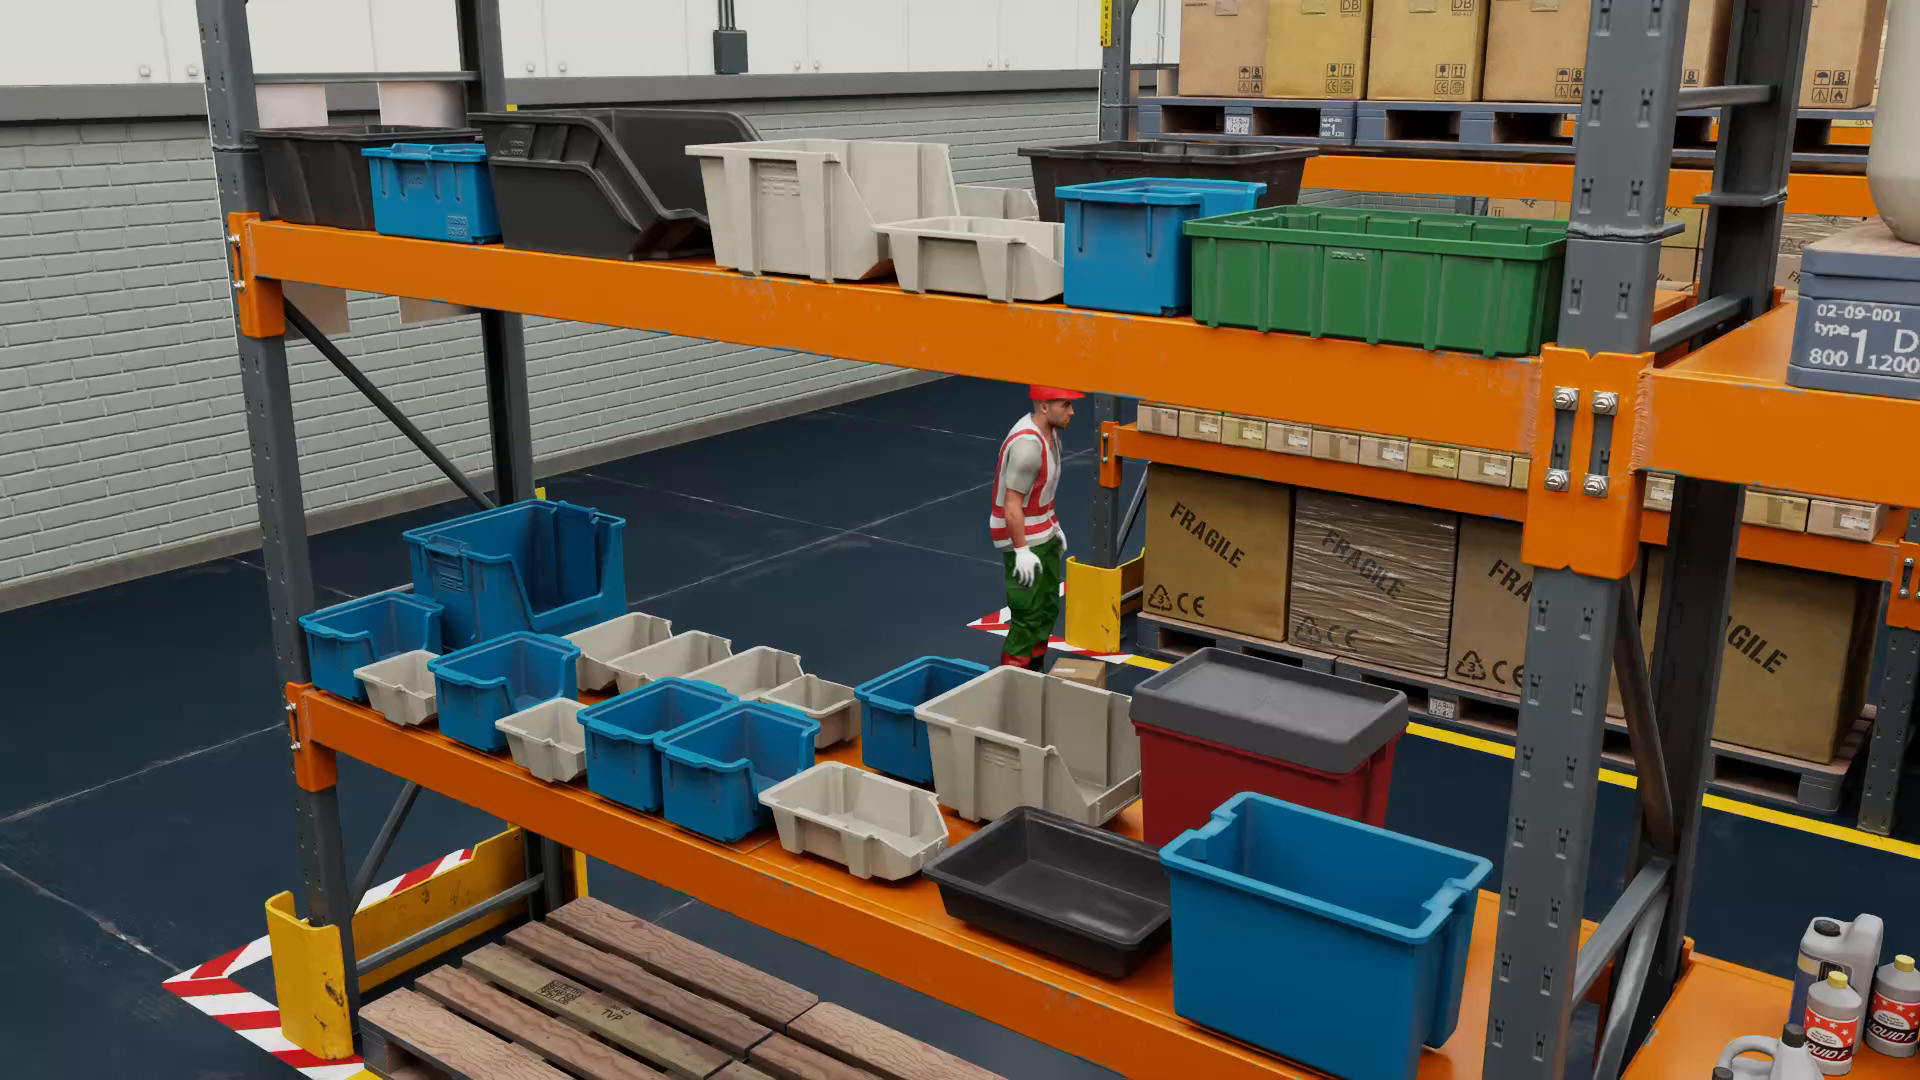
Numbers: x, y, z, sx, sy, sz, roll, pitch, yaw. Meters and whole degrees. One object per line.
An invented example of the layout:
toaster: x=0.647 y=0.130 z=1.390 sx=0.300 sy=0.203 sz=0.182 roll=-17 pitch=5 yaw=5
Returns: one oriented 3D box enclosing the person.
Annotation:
person: x=0.393 y=0.021 z=8.439 sx=0.454 sy=1.779 sz=0.620 roll=6 pitch=17 yaw=19
